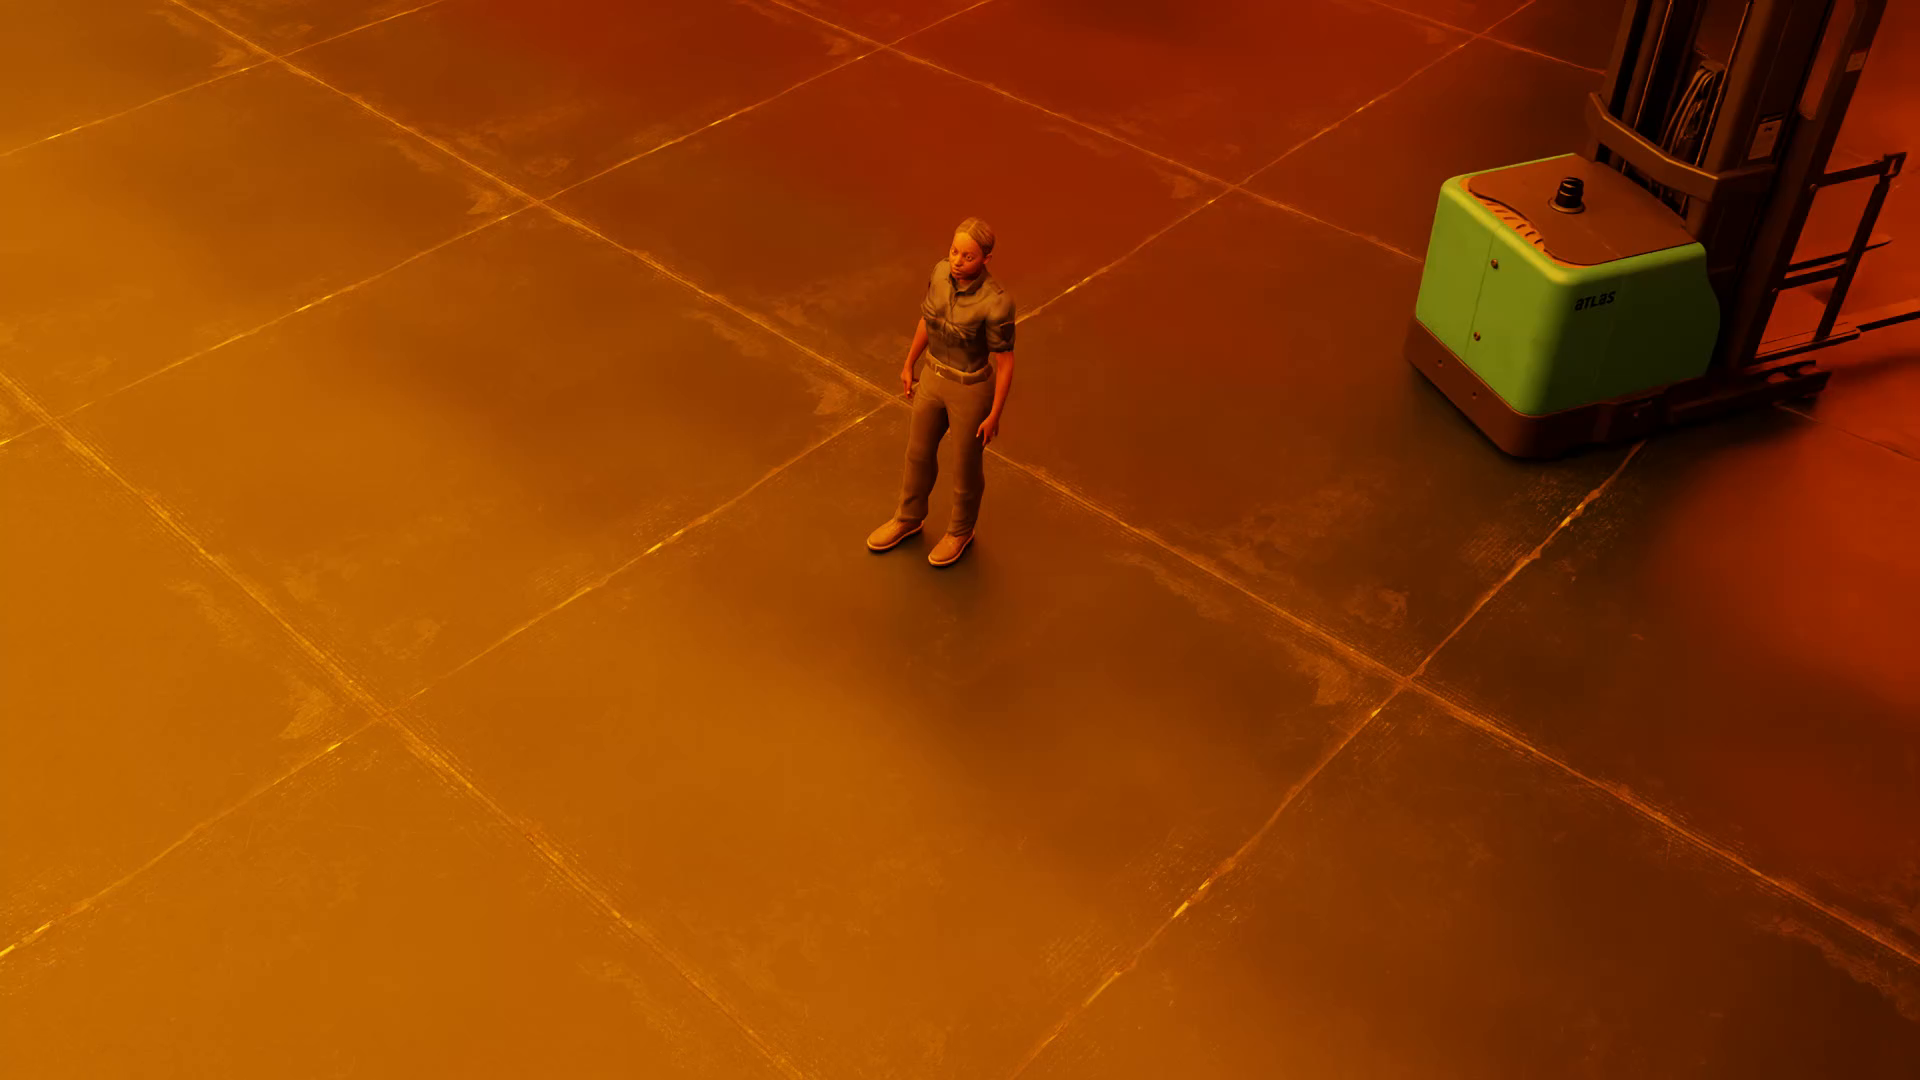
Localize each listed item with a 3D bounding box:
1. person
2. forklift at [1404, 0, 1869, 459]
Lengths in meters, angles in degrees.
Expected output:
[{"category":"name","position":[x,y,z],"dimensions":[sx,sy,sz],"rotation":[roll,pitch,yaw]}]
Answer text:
[{"category":"person","position":[-0.074,-0.600,7.097],"dimensions":[0.570,1.656,0.503],"rotation":[31,49,31]},{"category":"forklift","position":[3.895,-2.106,7.883],"dimensions":[3.031,2.935,1.130],"rotation":[-14,43,-16]}]
